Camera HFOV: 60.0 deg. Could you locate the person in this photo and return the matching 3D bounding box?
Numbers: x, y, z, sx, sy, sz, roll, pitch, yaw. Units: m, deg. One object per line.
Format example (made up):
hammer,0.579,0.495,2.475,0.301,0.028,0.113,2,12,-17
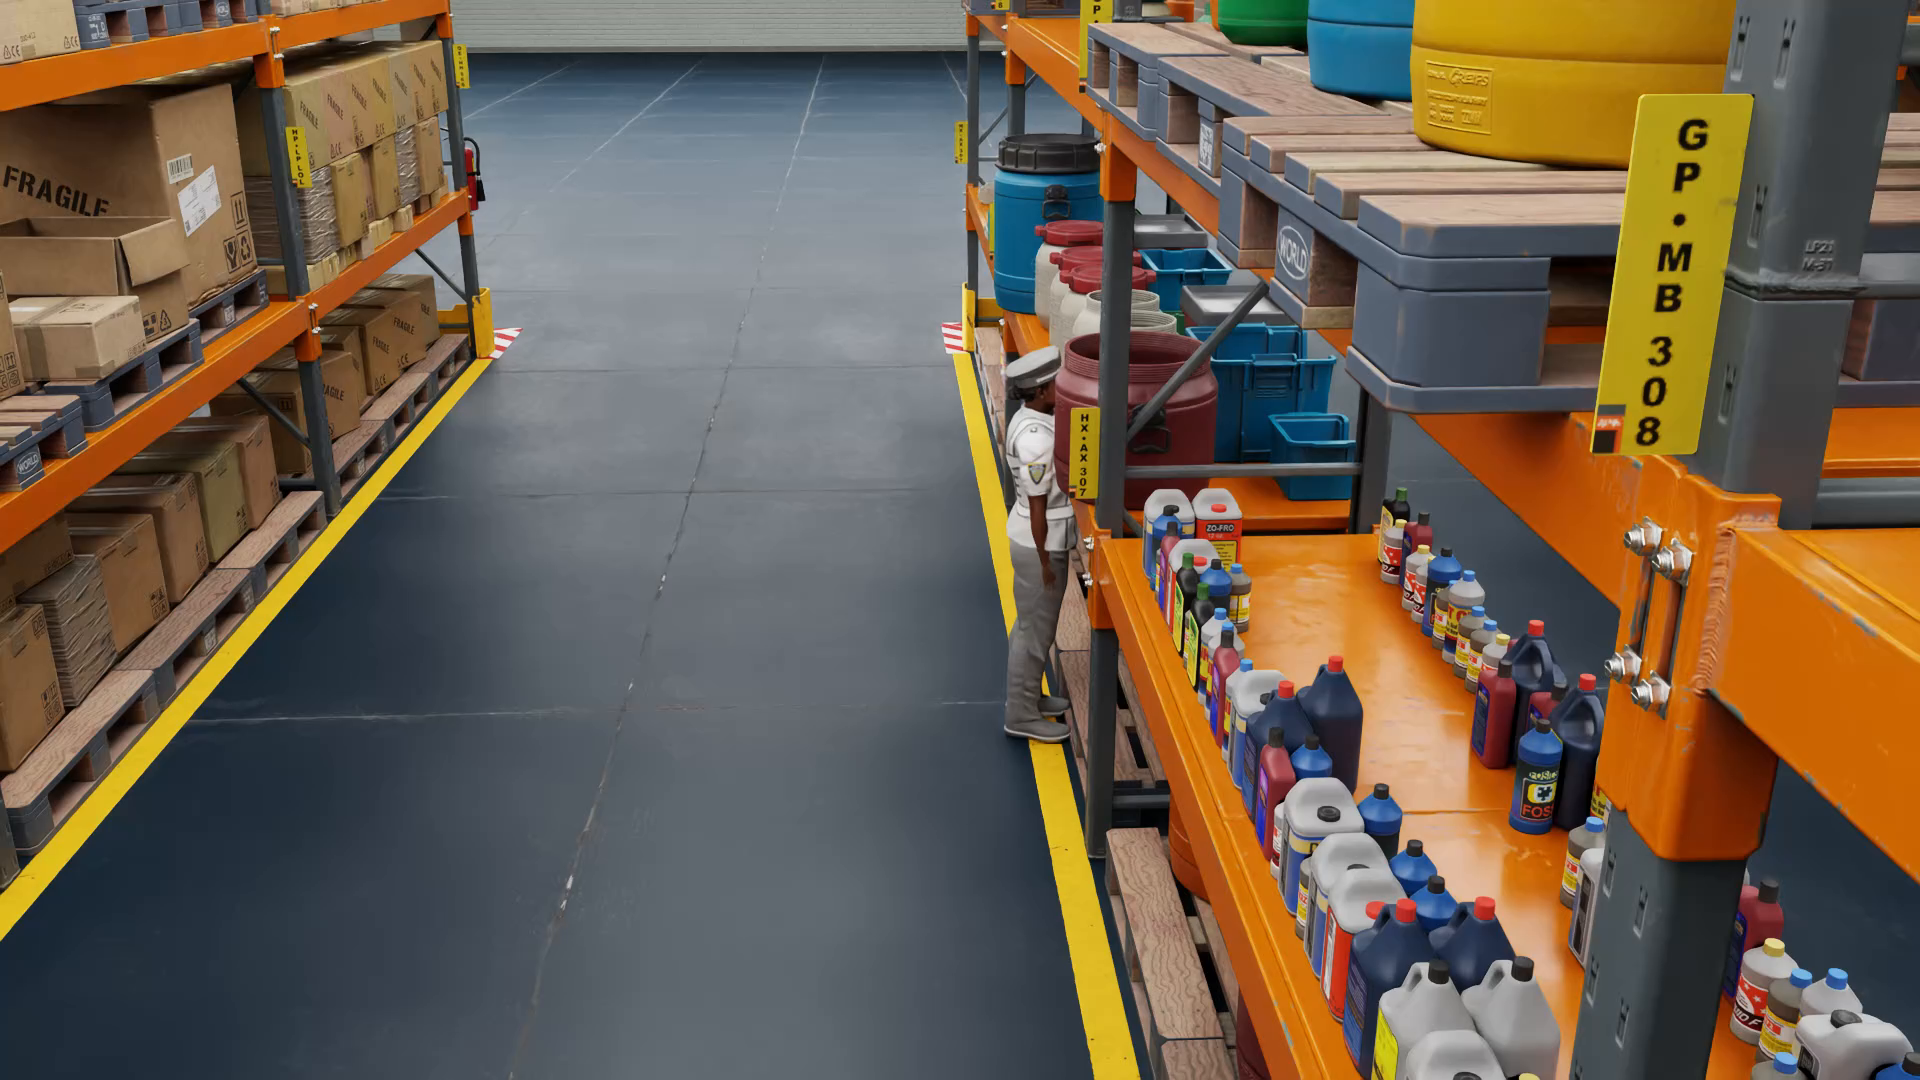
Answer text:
person,0.353,0.010,6.987,0.342,1.692,0.440,1,21,3
